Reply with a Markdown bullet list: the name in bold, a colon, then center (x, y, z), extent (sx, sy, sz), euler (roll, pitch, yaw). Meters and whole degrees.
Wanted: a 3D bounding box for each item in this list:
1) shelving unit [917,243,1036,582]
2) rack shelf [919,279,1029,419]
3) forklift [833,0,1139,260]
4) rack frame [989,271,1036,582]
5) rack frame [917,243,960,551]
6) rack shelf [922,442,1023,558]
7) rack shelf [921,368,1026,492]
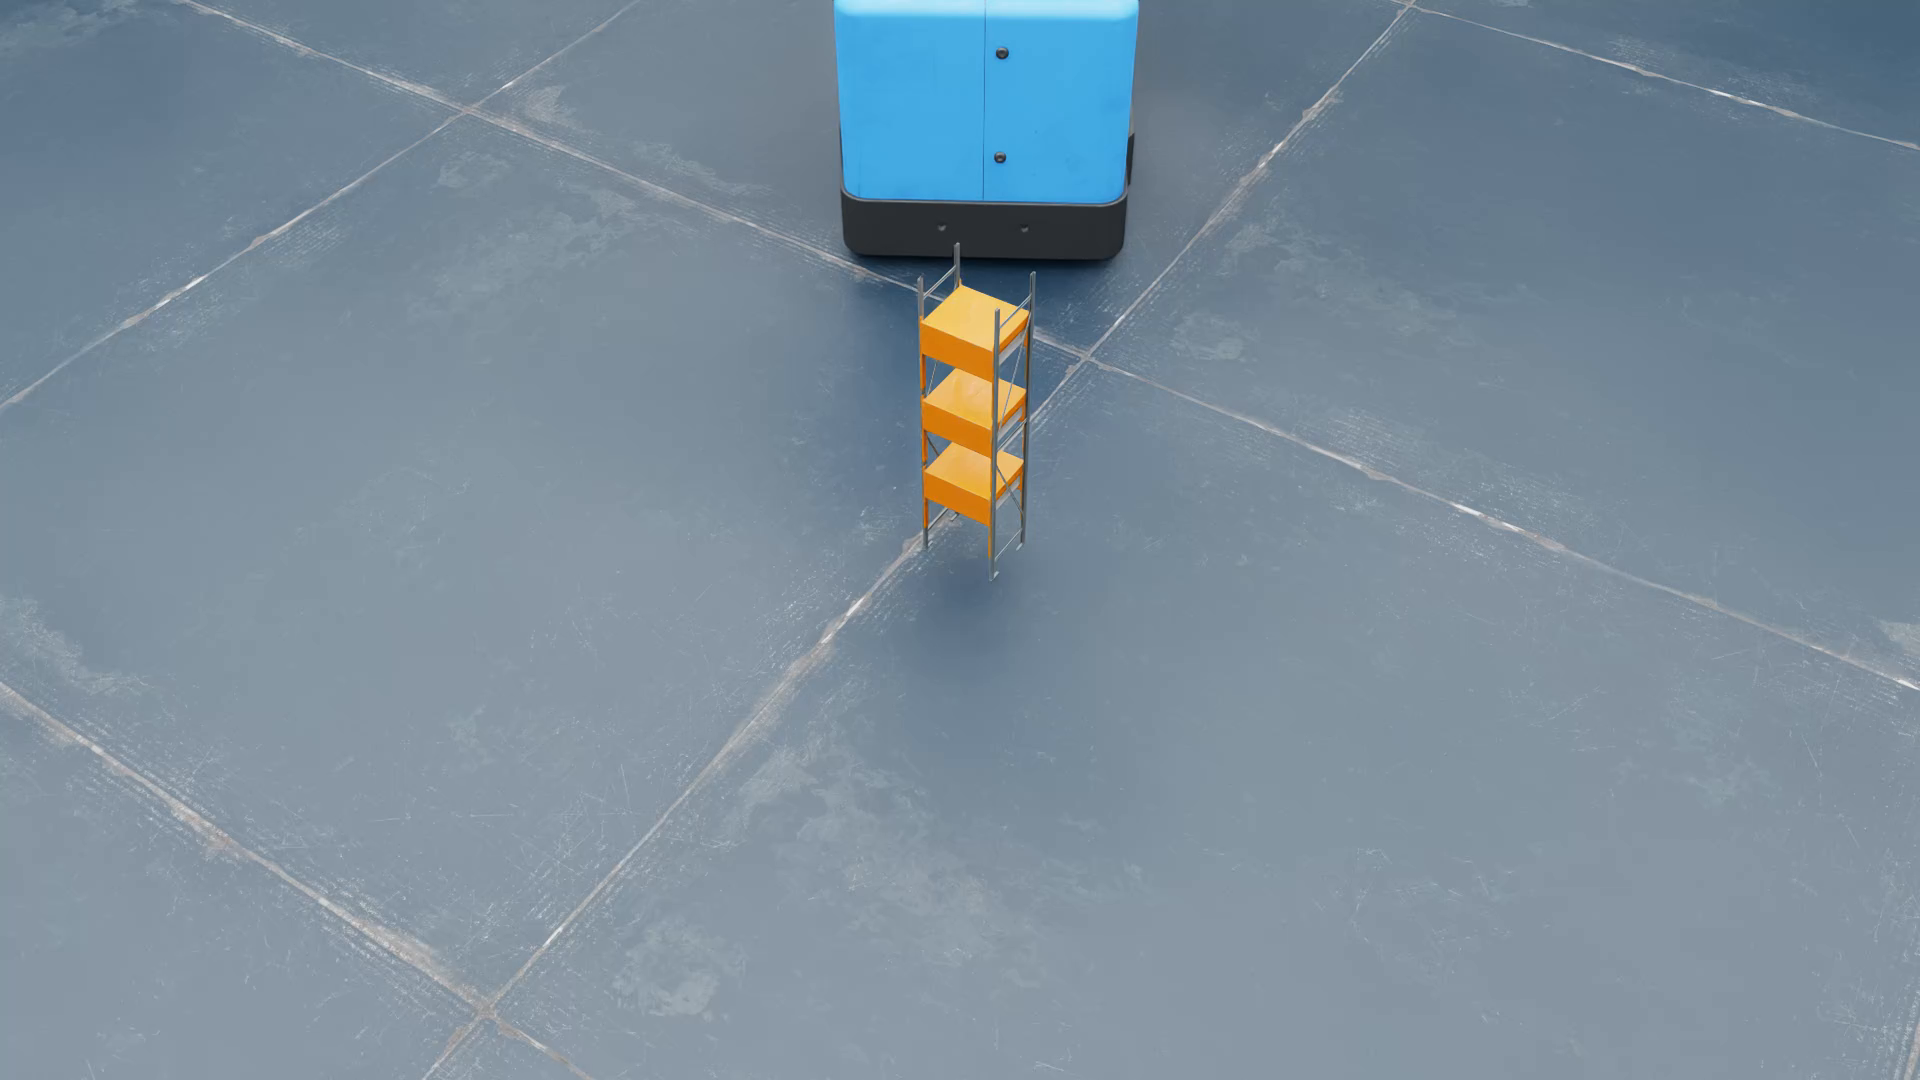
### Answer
- **shelving unit**: center (0.045, -0.345, 4.853), extent (0.252, 1.050, 0.215), euler (25, 51, 22)
- **rack shelf**: center (0.045, -0.536, 4.657), extent (0.240, 0.259, 0.215), euler (25, 51, 22)
- **forklift**: center (0.139, -3.103, 6.221), extent (1.130, 2.935, 3.031), euler (2, 46, 1)
- **rack frame**: center (0.148, -0.298, 4.807), extent (0.008, 1.050, 0.200), euler (25, 51, 22)
- **rack frame**: center (-0.058, -0.392, 4.899), extent (0.008, 1.050, 0.200), euler (25, 51, 22)
- **rack shelf**: center (0.045, -0.144, 5.060), extent (0.240, 0.259, 0.215), euler (25, 51, 22)
- **rack shelf**: center (0.045, -0.338, 4.861), extent (0.240, 0.259, 0.215), euler (25, 51, 22)
